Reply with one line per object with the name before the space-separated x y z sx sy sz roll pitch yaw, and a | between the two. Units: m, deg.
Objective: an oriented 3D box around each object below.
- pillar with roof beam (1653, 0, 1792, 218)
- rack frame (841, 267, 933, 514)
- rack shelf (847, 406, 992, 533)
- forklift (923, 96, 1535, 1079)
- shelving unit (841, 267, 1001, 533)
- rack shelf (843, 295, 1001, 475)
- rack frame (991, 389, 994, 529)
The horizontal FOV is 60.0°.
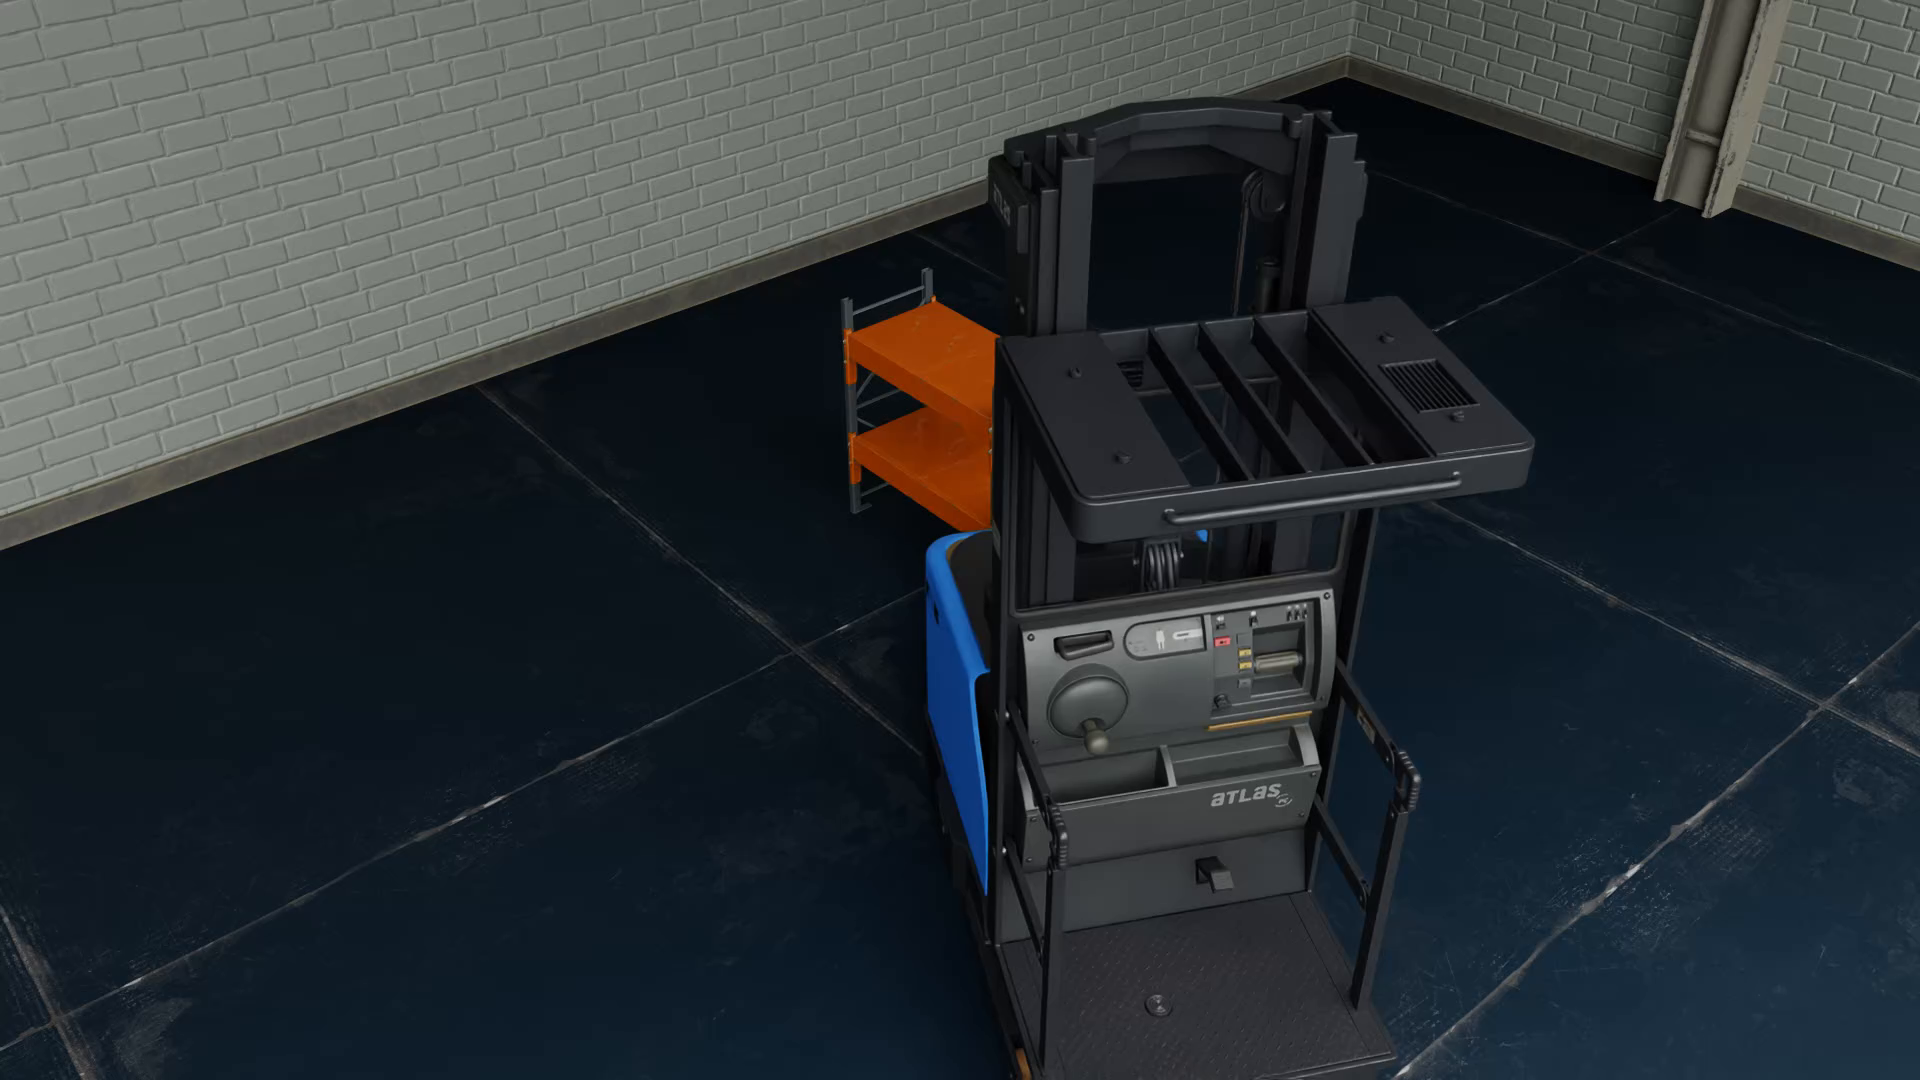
pillar with roof beam | 1.500 -4.272 5.997 9.100 9.000 0.400 -26 43 -32
rack frame | -0.324 -0.681 7.738 0.500 1.125 0.032 -26 43 -32
rack shelf | 0.004 -0.257 7.562 0.538 0.278 1.000 -26 43 -32
forklift | 0.683 0.436 4.598 1.130 2.935 3.031 -7 36 -10
shelving unit | 0.004 -0.456 7.421 0.538 1.125 1.048 -26 43 -32
rack shelf | 0.004 -0.695 7.252 0.538 0.278 1.000 -26 43 -32
rack frame | 0.332 -0.232 7.104 0.500 1.125 0.032 -26 43 -32
